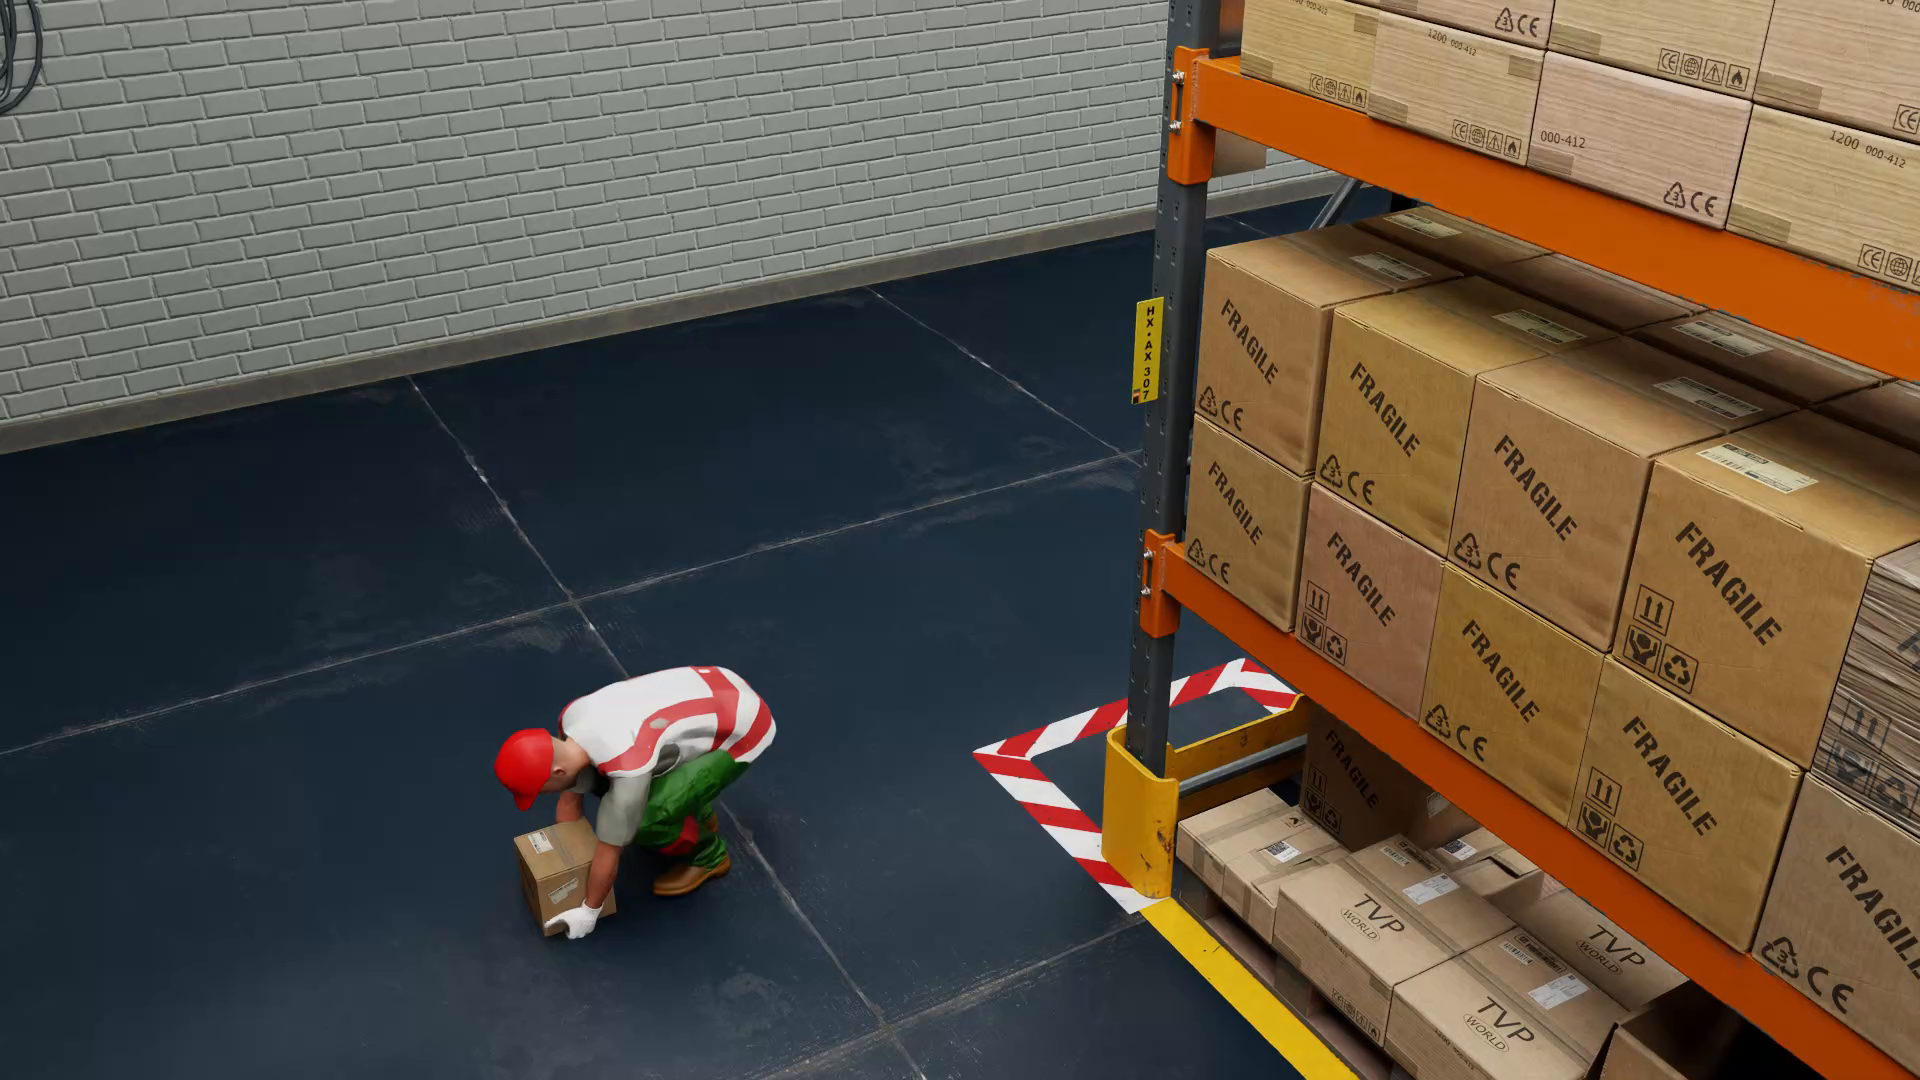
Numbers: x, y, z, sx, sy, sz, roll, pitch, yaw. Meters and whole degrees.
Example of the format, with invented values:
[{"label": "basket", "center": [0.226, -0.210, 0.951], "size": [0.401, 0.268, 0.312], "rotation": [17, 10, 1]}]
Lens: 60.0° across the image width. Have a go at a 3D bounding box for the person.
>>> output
[{"label": "person", "center": [-1.083, 0.849, 5.645], "size": [0.954, 0.789, 0.526], "rotation": [-17, 33, -27]}]
